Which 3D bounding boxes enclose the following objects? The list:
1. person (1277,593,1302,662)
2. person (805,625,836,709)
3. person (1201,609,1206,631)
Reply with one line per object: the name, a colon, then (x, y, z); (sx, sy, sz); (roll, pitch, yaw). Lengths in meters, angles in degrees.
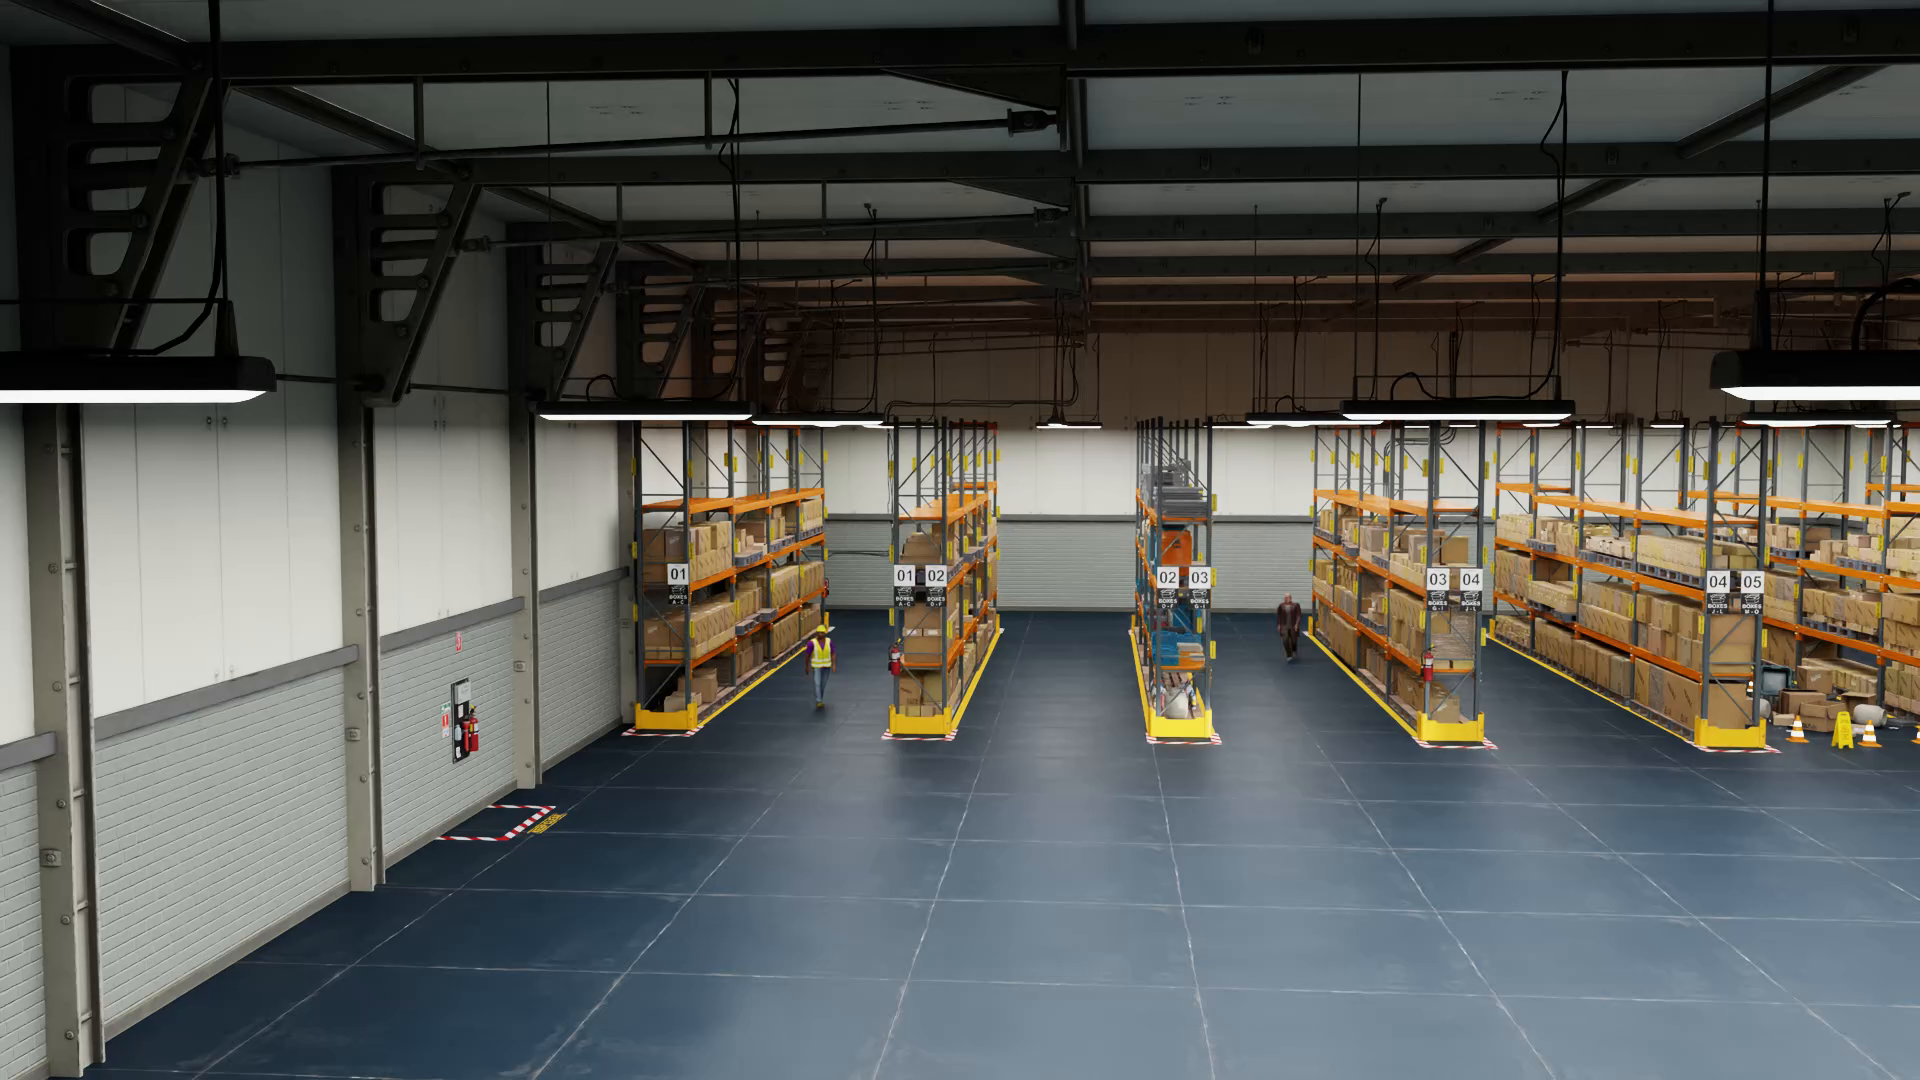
person: (8.249, 2.164, 41.660); (0.620, 1.695, 0.849); (1, 4, 16)
person: (-2.831, 2.606, 34.217); (0.590, 1.699, 1.082); (-2, 4, -25)
person: (6.908, 1.786, 47.732); (0.524, 1.603, 1.043); (0, 4, 4)
